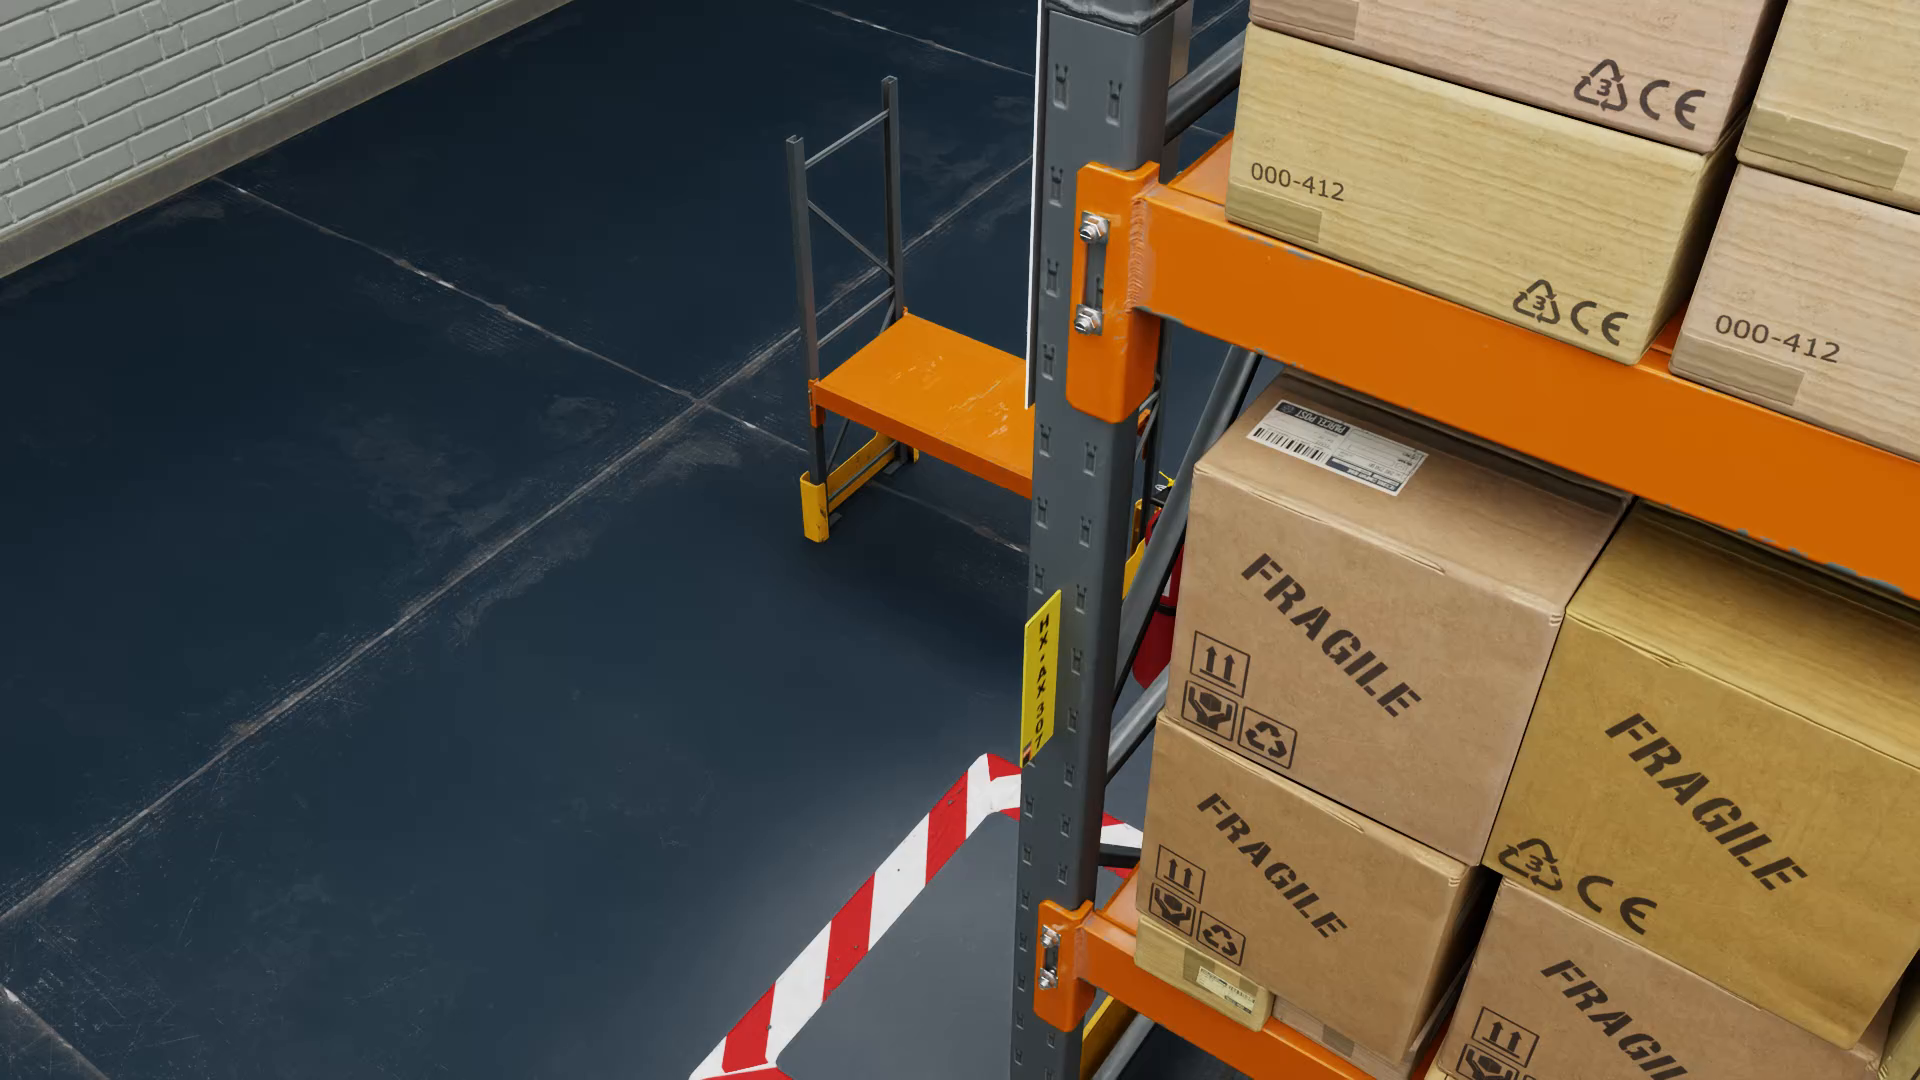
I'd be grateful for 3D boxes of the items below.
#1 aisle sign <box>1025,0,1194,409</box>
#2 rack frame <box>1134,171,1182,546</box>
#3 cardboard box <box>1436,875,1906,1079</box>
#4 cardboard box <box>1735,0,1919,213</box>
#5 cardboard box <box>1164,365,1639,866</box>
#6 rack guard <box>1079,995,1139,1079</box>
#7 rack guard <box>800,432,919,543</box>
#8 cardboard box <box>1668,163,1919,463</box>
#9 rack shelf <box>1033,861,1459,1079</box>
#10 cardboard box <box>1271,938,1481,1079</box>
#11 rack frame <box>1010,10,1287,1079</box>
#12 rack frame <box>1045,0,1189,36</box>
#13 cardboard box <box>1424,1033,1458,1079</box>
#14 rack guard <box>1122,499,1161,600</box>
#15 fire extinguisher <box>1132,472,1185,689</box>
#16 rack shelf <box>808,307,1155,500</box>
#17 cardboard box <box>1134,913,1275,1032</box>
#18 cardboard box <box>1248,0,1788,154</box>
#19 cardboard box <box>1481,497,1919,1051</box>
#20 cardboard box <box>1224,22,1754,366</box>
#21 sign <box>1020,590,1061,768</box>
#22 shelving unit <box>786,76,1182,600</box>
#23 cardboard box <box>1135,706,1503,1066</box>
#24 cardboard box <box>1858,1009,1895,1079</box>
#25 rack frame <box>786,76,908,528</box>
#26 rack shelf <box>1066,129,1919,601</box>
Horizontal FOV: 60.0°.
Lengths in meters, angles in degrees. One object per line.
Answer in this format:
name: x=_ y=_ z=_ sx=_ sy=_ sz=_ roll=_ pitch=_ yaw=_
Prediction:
aisle sign: x=0.206 y=-0.586 z=2.206 sx=0.004 sy=0.787 sz=0.394 roll=25 pitch=48 yaw=25
rack frame: x=0.486 y=-0.332 z=4.996 sx=0.032 sy=1.500 sz=0.500 roll=25 pitch=48 yaw=25
cardboard box: x=1.100 y=0.613 z=2.518 sx=0.500 sy=0.500 sz=0.500 roll=25 pitch=48 yaw=25
cardboard box: x=1.077 y=-0.492 z=1.538 sx=0.500 sy=0.250 sz=0.500 roll=24 pitch=47 yaw=25
cardboard box: x=0.654 y=0.043 z=2.404 sx=0.500 sy=0.500 sz=0.500 roll=25 pitch=47 yaw=25
rack guard: x=0.501 y=1.208 z=4.025 sx=0.348 sy=0.500 sz=1.175 roll=25 pitch=48 yaw=25
rack guard: x=-0.345 y=-0.255 z=5.847 sx=0.087 sy=0.250 sz=0.587 roll=25 pitch=48 yaw=25
cardboard box: x=1.088 y=-0.299 z=1.698 sx=0.500 sy=0.250 sz=0.500 roll=27 pitch=48 yaw=27
rack shelf: x=2.076 y=1.281 z=2.609 sx=4.000 sy=0.370 sz=1.077 roll=25 pitch=48 yaw=25
cardboard box: x=0.748 y=0.719 z=2.886 sx=0.250 sy=0.149 sz=0.380 roll=27 pitch=48 yaw=27
rack frame: x=0.438 y=0.247 z=3.224 sx=0.127 sy=3.000 sz=1.000 roll=25 pitch=48 yaw=25
rack frame: x=0.438 y=-1.989 z=1.224 sx=0.127 sy=3.000 sz=1.000 roll=25 pitch=48 yaw=25
cardboard box: x=0.937 y=0.851 z=2.738 sx=0.250 sy=0.149 sz=0.380 roll=24 pitch=47 yaw=24
rack guard: x=0.470 y=0.127 z=5.421 sx=0.087 sy=0.250 sz=0.587 roll=25 pitch=48 yaw=25
fire extinguisher: x=0.497 y=0.066 z=3.764 sx=0.183 sy=0.674 sz=0.296 roll=25 pitch=48 yaw=25
rack shelf: x=0.070 y=-0.392 z=5.333 sx=1.000 sy=0.185 sz=0.538 roll=25 pitch=48 yaw=25
cardboard box: x=0.515 y=0.644 z=2.970 sx=0.250 sy=0.149 sz=0.380 roll=25 pitch=47 yaw=25
cardboard box: x=0.657 y=-0.687 z=1.757 sx=0.500 sy=0.250 sz=0.500 roll=26 pitch=48 yaw=26
cardboard box: x=1.070 y=0.233 z=2.192 sx=0.500 sy=0.500 sz=0.500 roll=26 pitch=48 yaw=26
cardboard box: x=0.659 y=-0.503 z=1.926 sx=0.500 sy=0.250 sz=0.500 roll=27 pitch=48 yaw=27
sign: x=0.127 y=0.221 z=2.605 sx=0.005 sy=0.325 sz=0.100 roll=25 pitch=48 yaw=25
shelving unit: x=0.062 y=-0.530 z=5.217 sx=1.083 sy=1.500 sz=0.587 roll=25 pitch=48 yaw=25
cardboard box: x=0.647 y=0.422 z=2.731 sx=0.500 sy=0.500 sz=0.500 roll=27 pitch=49 yaw=27
cardboard box: x=1.494 y=0.807 z=2.300 sx=0.500 sy=0.500 sz=0.500 roll=26 pitch=48 yaw=26
rack frame: x=-0.346 y=-0.721 z=5.431 sx=0.032 sy=1.500 sz=0.500 roll=25 pitch=48 yaw=25
rack shelf: x=2.076 y=0.163 z=1.608 sx=4.000 sy=0.370 sz=1.077 roll=25 pitch=48 yaw=25
